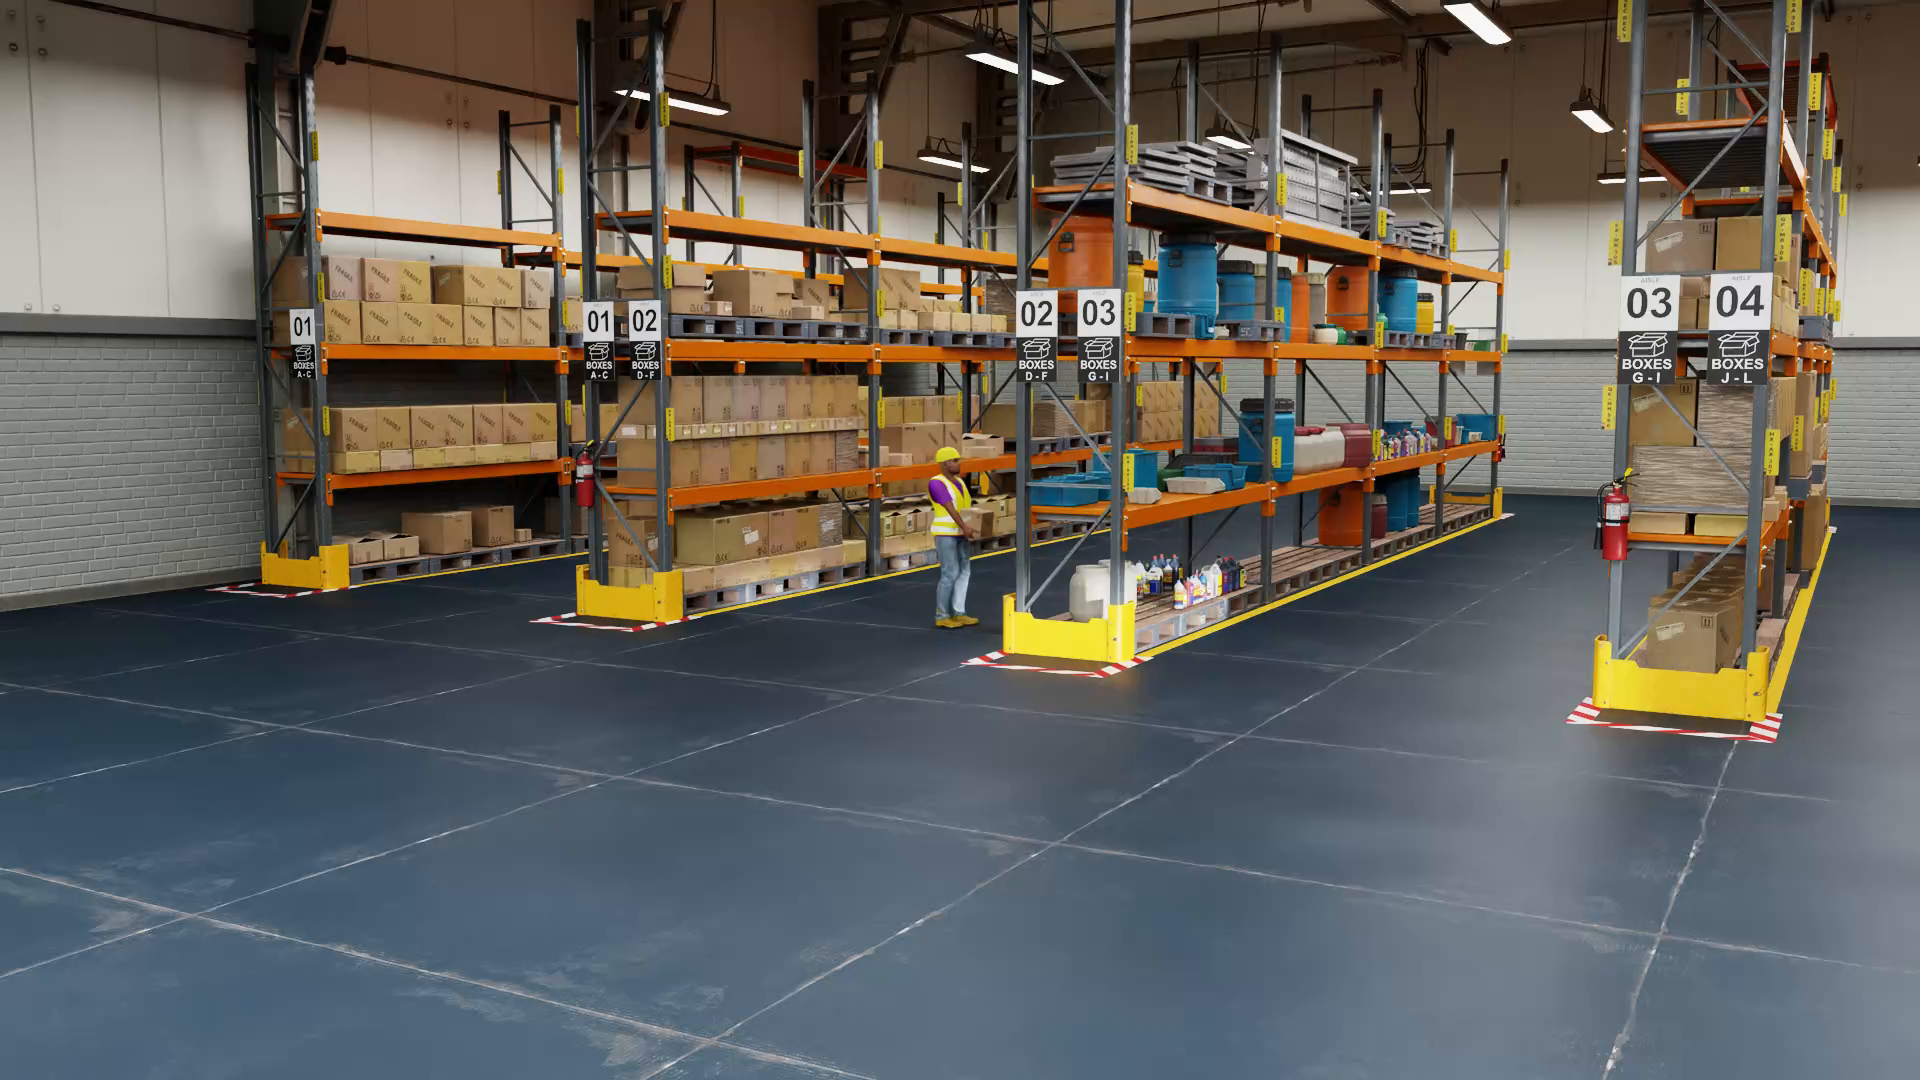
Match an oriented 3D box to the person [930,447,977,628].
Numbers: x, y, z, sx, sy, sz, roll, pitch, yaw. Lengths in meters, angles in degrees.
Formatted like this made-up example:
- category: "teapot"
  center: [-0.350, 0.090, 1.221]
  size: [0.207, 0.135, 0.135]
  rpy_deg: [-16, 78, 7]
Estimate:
- category: "person"
  center: [-0.048, -0.035, 16.394]
  size: [0.455, 1.760, 0.635]
  rpy_deg: [3, 7, 25]
